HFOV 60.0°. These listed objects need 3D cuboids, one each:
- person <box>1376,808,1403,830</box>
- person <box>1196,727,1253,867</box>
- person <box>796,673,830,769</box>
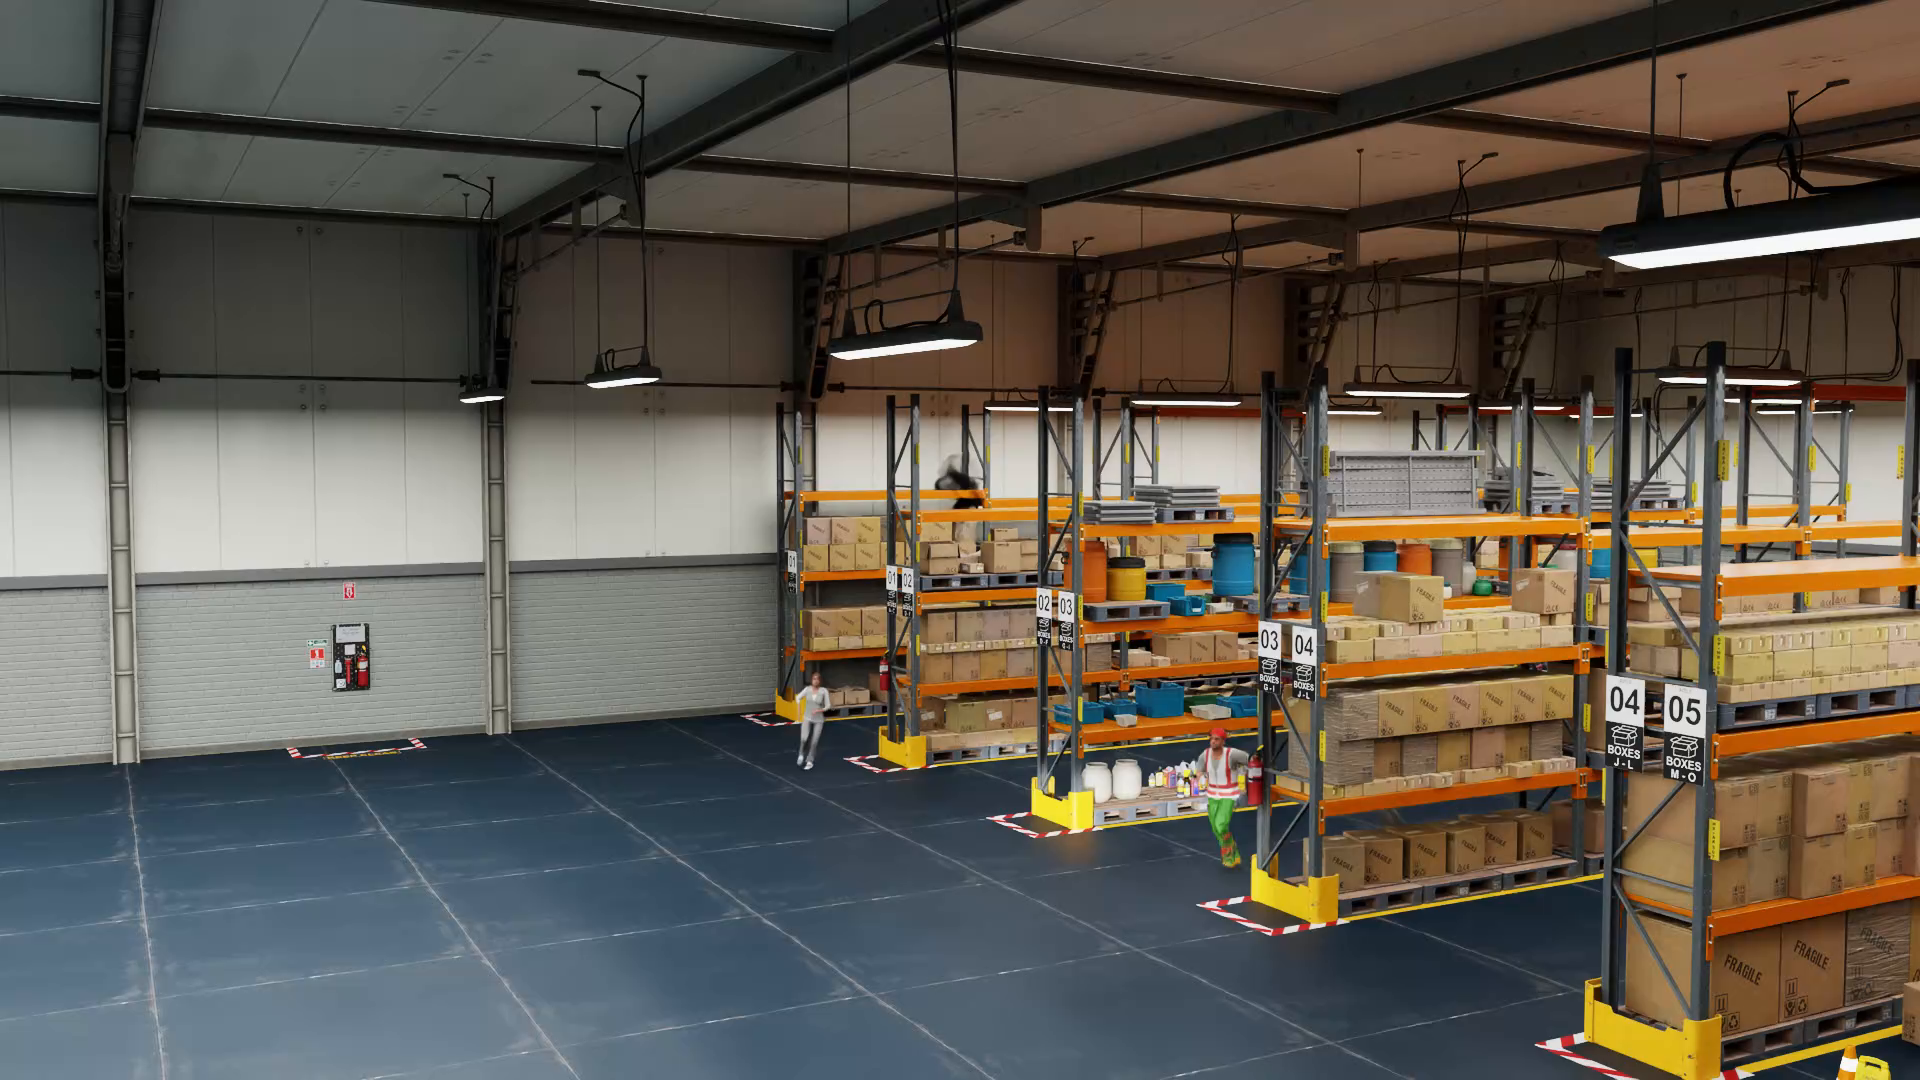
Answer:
[{"bbox_3d":[5.486,3.134,21.295,0.705,1.756,0.589,-2,4,-25],"label":"person"},{"bbox_3d":[3.175,3.131,20.176,0.689,1.729,0.691,2,4,37],"label":"person"},{"bbox_3d":[-2.337,2.891,26.498,0.542,1.552,0.533,0,3,-5],"label":"person"}]
